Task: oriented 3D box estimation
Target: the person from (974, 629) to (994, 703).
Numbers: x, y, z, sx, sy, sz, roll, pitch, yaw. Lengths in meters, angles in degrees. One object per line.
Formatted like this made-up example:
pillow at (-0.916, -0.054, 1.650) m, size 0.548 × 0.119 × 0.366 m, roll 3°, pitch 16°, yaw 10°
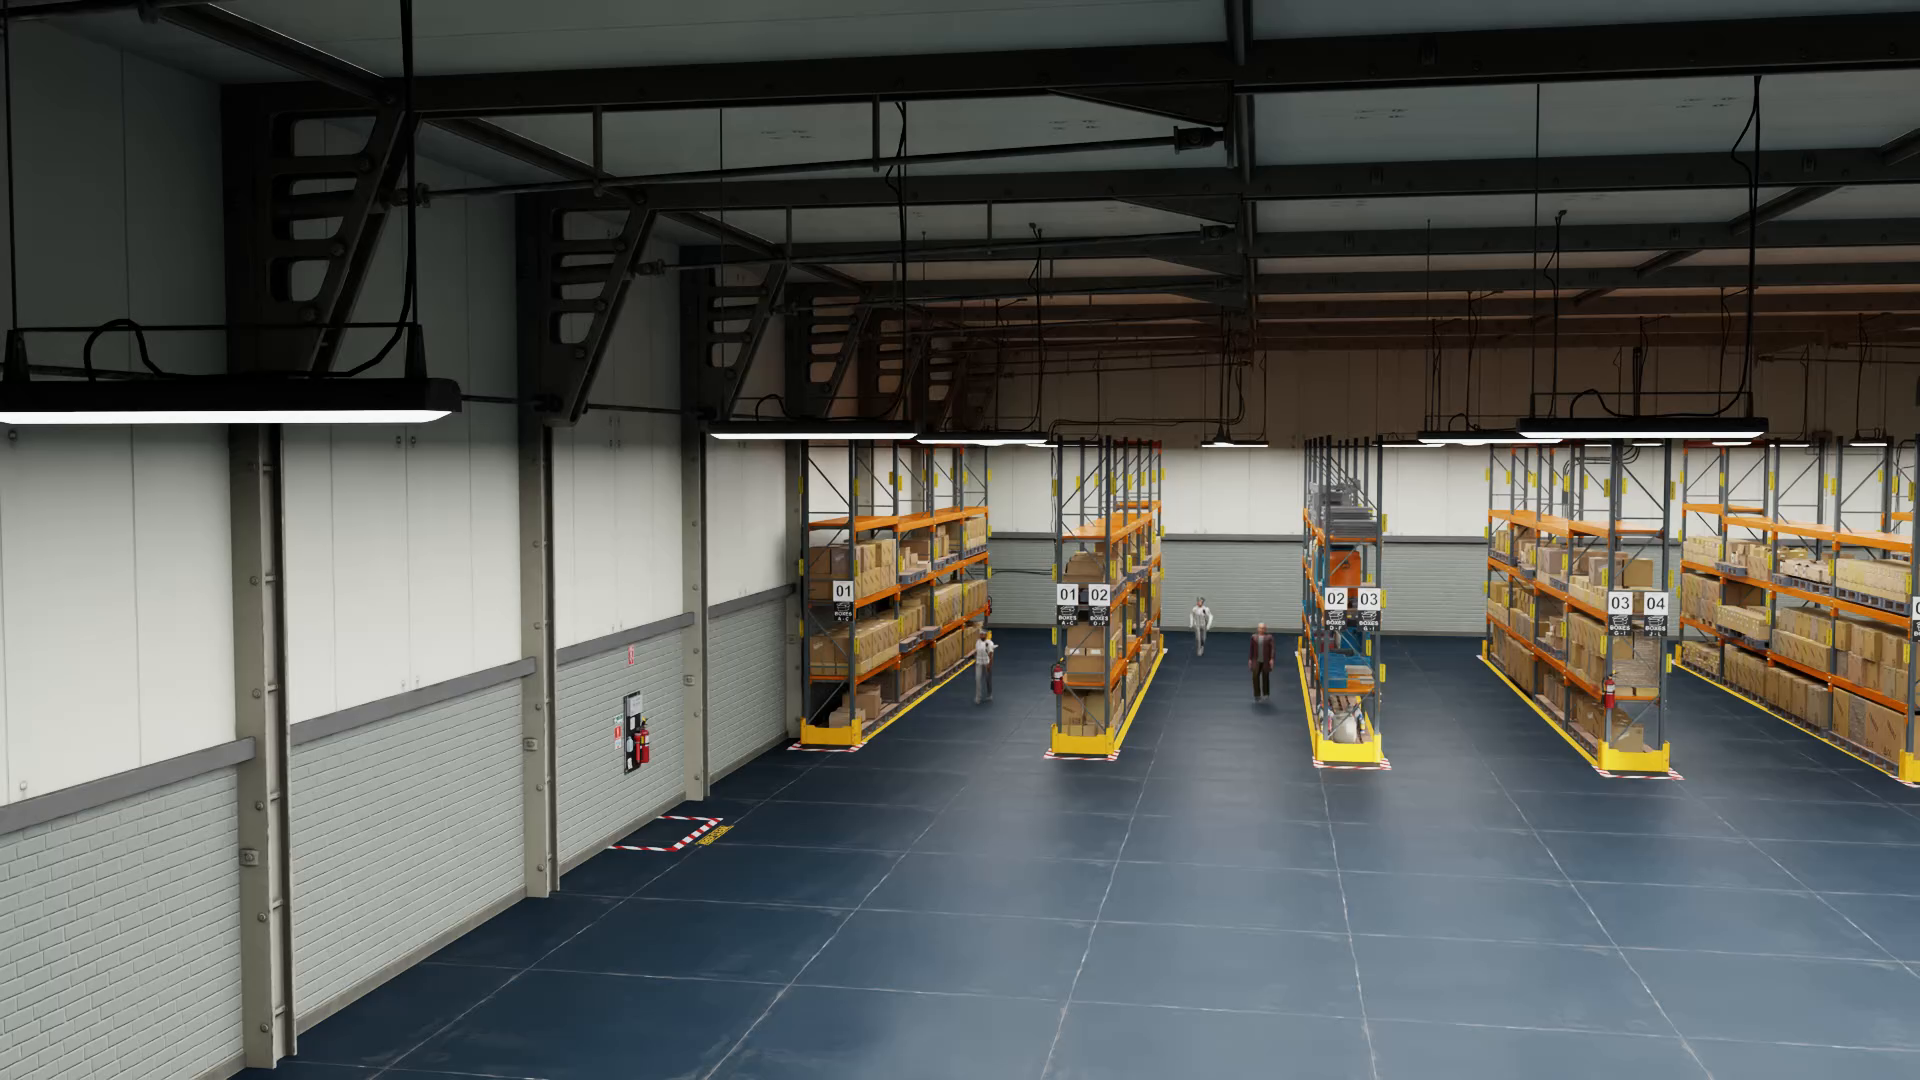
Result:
person at (0.531, 2.837, 37.784) m, size 0.468 × 1.644 × 0.900 m, roll 1°, pitch 3°, yaw 17°

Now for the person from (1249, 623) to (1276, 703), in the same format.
person at (6.893, 2.799, 37.963) m, size 0.651 × 1.828 × 0.655 m, roll 1°, pitch 3°, yaw 23°

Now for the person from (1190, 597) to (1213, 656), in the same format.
person at (6.737, 2.396, 46.471) m, size 0.618 × 1.642 × 0.570 m, roll 0°, pitch 3°, yaw 3°
